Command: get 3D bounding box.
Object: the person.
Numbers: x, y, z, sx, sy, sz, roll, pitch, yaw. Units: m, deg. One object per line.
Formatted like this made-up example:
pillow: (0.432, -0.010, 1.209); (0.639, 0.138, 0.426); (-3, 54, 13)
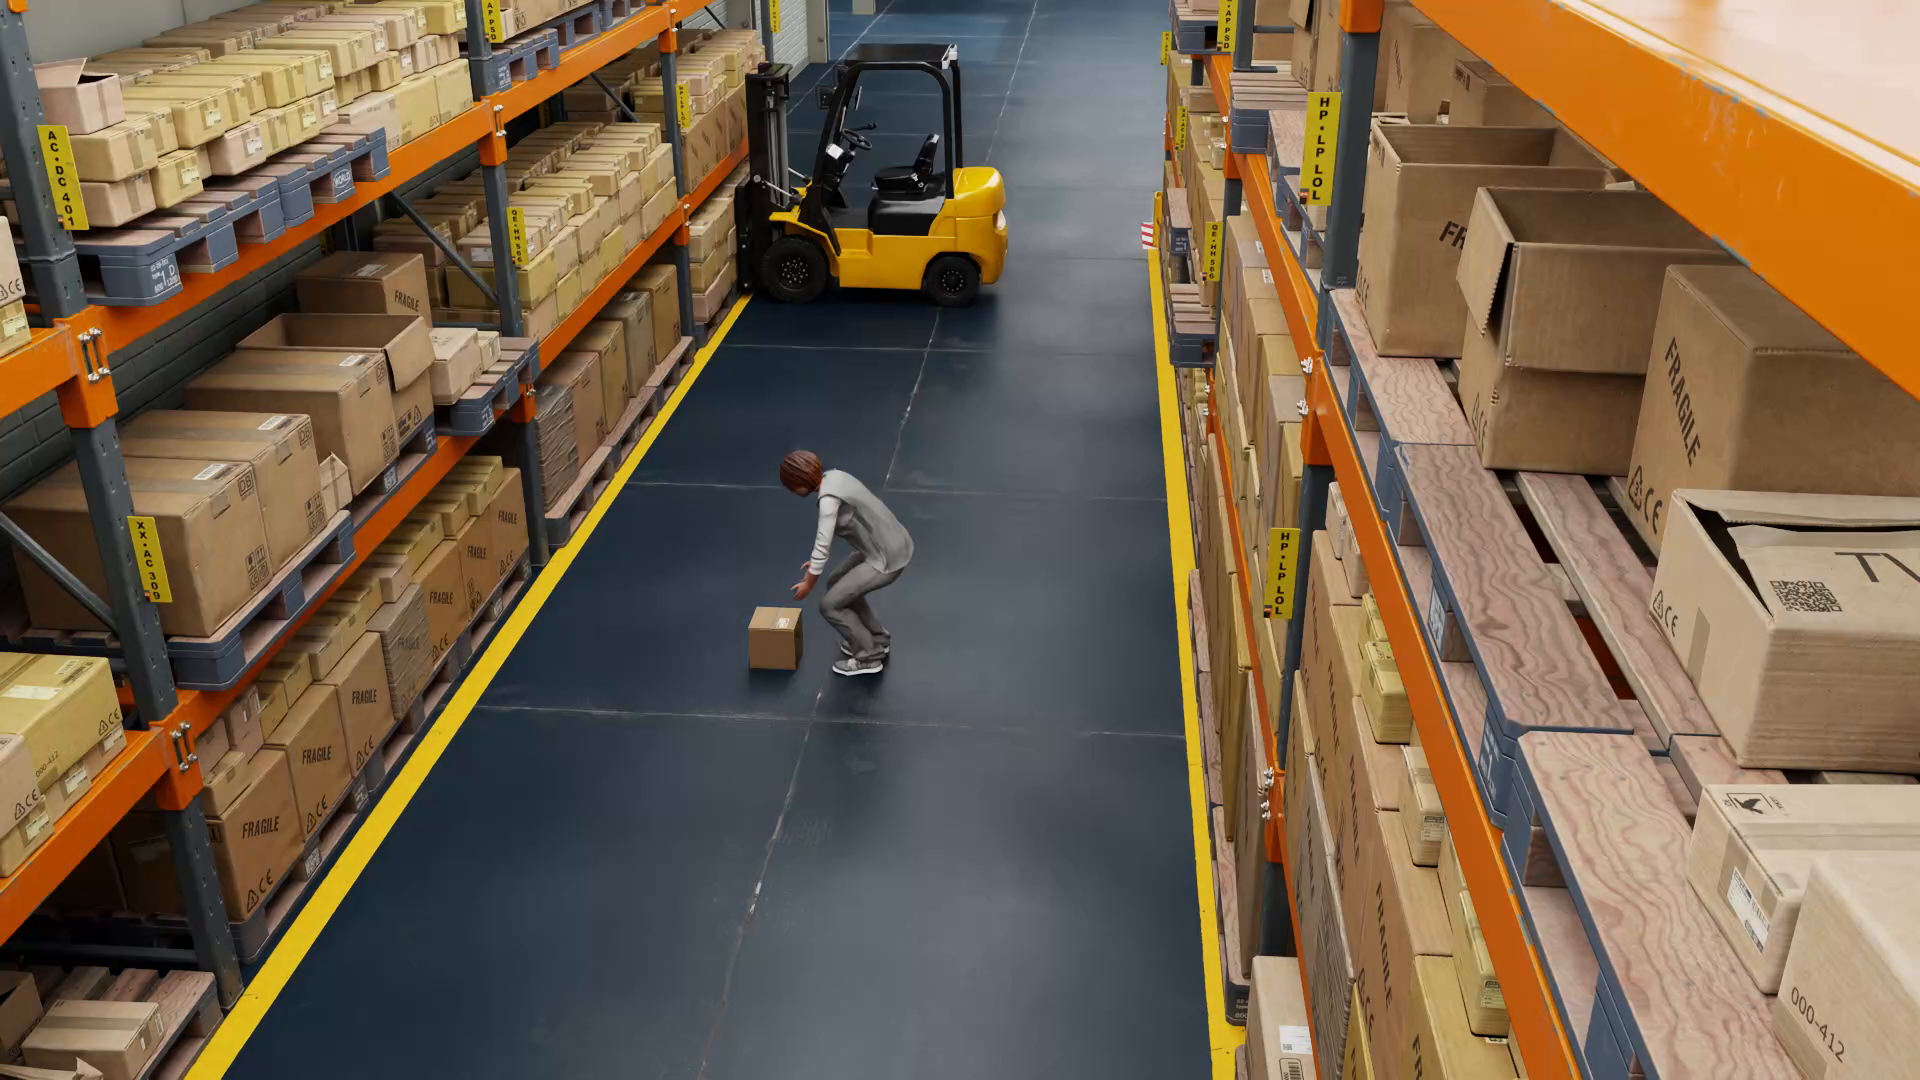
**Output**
person: (-0.589, 0.119, 8.791); (0.688, 1.242, 0.462); (2, 25, 4)
